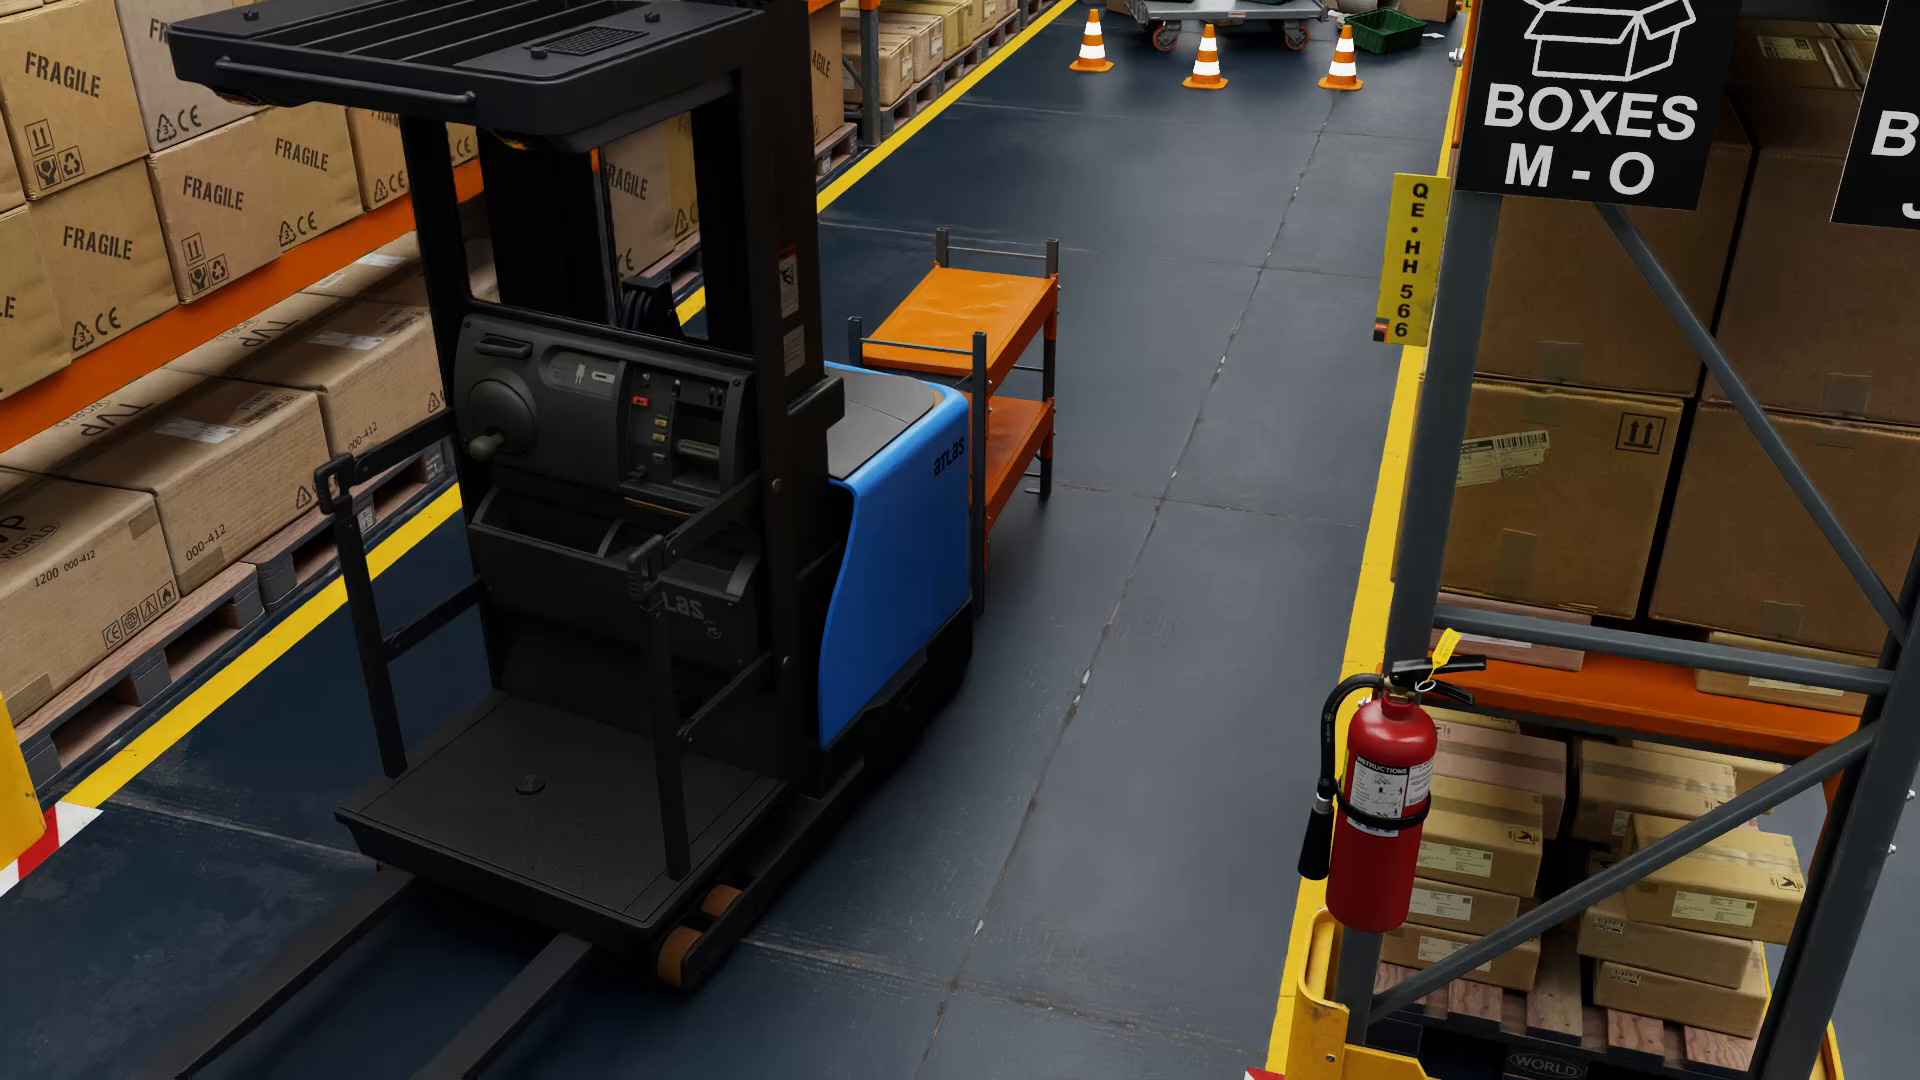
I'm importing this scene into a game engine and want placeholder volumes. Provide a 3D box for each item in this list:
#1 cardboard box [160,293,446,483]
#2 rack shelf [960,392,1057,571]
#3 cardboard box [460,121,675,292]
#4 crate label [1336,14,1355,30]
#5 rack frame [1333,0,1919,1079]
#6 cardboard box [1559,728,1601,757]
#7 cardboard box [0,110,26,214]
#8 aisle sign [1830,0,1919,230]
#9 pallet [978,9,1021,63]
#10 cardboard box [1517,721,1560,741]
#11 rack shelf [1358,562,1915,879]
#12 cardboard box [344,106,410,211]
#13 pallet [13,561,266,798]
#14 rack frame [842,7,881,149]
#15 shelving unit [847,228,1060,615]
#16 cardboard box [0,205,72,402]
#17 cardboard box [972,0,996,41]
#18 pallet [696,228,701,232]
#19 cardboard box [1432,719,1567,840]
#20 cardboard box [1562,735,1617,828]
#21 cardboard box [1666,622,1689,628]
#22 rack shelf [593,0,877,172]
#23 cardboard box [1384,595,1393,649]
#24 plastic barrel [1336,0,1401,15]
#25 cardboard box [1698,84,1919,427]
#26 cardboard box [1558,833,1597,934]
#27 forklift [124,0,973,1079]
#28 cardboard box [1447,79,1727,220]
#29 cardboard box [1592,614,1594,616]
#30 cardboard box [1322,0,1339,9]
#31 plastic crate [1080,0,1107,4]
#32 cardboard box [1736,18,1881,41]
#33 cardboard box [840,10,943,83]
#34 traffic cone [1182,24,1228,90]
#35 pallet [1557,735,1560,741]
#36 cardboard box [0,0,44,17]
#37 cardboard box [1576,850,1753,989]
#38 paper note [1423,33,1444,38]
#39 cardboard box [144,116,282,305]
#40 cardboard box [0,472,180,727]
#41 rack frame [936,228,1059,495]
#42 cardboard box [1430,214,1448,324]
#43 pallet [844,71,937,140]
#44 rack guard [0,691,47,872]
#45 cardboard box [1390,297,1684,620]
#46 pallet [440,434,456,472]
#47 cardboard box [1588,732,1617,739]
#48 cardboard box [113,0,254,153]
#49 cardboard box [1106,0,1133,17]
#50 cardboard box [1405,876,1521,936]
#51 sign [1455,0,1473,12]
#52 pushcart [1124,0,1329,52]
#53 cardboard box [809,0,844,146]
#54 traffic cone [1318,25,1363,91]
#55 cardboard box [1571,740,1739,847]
[{"bbox_3d":[-2.779,-0.670,7.073,0.875,0.438,0.875,8,30,13],"label":"cardboard box"},{"bbox_3d":[-0.002,-0.275,6.590,0.538,0.278,1.000,8,30,15],"label":"rack shelf"},{"bbox_3d":[-2.124,-1.854,8.750,0.875,0.875,0.875,9,30,16],"label":"cardboard box"},{"bbox_3d":[3.545,-4.646,14.961,0.298,0.136,0.250,-12,31,-20],"label":"crate label"},{"bbox_3d":[1.361,0.220,3.270,0.949,2.616,0.053,8,30,15],"label":"rack frame"},{"bbox_3d":[2.046,0.599,5.089,0.380,0.149,0.250,9,30,15],"label":"cardboard box"},{"bbox_3d":[-2.991,-1.103,4.516,0.500,0.500,0.500,8,30,14],"label":"cardboard box"},{"bbox_3d":[1.623,-0.840,2.501,0.394,0.787,0.004,8,30,15],"label":"aisle sign"},{"bbox_3d":[-0.109,-4.436,14.508,1.003,0.211,1.213,8,30,15],"label":"pallet"},{"bbox_3d":[1.568,0.514,4.936,0.380,0.149,0.250,8,30,14],"label":"cardboard box"},{"bbox_3d":[1.945,-0.396,5.116,1.077,0.370,4.000,8,30,15],"label":"rack shelf"},{"bbox_3d":[-2.401,-1.615,6.465,0.500,0.500,0.500,8,30,14],"label":"cardboard box"},{"bbox_3d":[-3.244,0.396,5.822,1.003,0.211,1.213,8,30,15],"label":"pallet"},{"bbox_3d":[-1.056,-4.158,11.139,1.000,3.000,0.127,8,30,15],"label":"rack frame"},{"bbox_3d":[-0.002,-0.488,6.471,0.538,1.125,1.048,8,30,15],"label":"shelving unit"},{"bbox_3d":[-2.989,-0.666,4.759,0.500,0.500,0.500,8,30,14],"label":"cardboard box"},{"bbox_3d":[-0.241,-4.473,13.977,0.950,0.372,0.625,10,31,18],"label":"cardboard box"},{"bbox_3d":[-1.719,-2.019,10.162,1.003,0.211,1.213,8,30,15],"label":"pallet"},{"bbox_3d":[1.399,0.631,4.419,0.380,0.149,0.250,9,30,16],"label":"cardboard box"},{"bbox_3d":[1.878,0.699,4.602,0.380,0.149,0.250,9,30,16],"label":"cardboard box"},{"bbox_3d":[1.801,0.101,3.741,0.380,0.149,0.250,10,30,17],"label":"cardboard box"},{"bbox_3d":[-1.643,-2.914,9.643,1.077,0.370,4.000,8,30,15],"label":"rack shelf"},{"bbox_3d":[1.516,0.248,5.107,0.380,0.149,0.250,10,31,17],"label":"cardboard box"},{"bbox_3d":[3.747,-4.978,15.263,0.421,0.421,0.512,-17,34,-28],"label":"plastic barrel"},{"bbox_3d":[1.743,-0.562,3.238,0.500,0.500,0.500,8,30,15],"label":"cardboard box"},{"bbox_3d":[1.816,0.950,4.457,0.380,0.149,0.250,8,30,15],"label":"cardboard box"},{"bbox_3d":[-1.067,-0.302,4.277,1.130,2.935,3.031,14,32,23],"label":"forklift"},{"bbox_3d":[1.403,-0.875,3.800,0.500,0.500,0.500,7,30,13],"label":"cardboard box"},{"bbox_3d":[1.292,0.027,3.875,0.380,0.149,0.250,8,30,15],"label":"cardboard box"},{"bbox_3d":[3.624,-5.224,15.868,0.396,0.266,0.258,14,32,23],"label":"cardboard box"},{"bbox_3d":[1.363,-5.354,16.291,0.402,0.080,0.583,-1,29,-3],"label":"plastic crate"},{"bbox_3d":[2.059,-1.036,4.090,0.500,0.500,0.500,8,30,14],"label":"cardboard box"},{"bbox_3d":[-0.671,-3.798,12.764,0.950,0.372,0.625,8,30,14],"label":"cardboard box"},{"bbox_3d":[1.964,-3.855,13.203,0.336,0.463,0.334,8,30,15],"label":"traffic cone"},{"bbox_3d":[2.012,0.465,5.697,1.003,0.211,1.213,8,30,15],"label":"pallet"},{"bbox_3d":[-2.840,-1.566,4.681,0.380,0.149,0.250,9,30,16],"label":"cardboard box"},{"bbox_3d":[1.757,0.945,4.161,0.380,0.149,0.250,10,31,17],"label":"cardboard box"},{"bbox_3d":[4.212,-4.502,14.811,0.147,0.020,0.142,-12,31,-20],"label":"paper note"},{"bbox_3d":[-2.700,-1.139,5.609,0.500,0.500,0.500,8,30,15],"label":"cardboard box"},{"bbox_3d":[-3.306,0.175,5.554,0.875,0.438,0.875,7,30,13],"label":"cardboard box"},{"bbox_3d":[0.147,-0.725,6.896,0.500,1.125,0.032,8,30,15],"label":"rack frame"},{"bbox_3d":[1.539,-0.676,4.470,0.500,0.500,0.500,9,30,15],"label":"cardboard box"},{"bbox_3d":[-0.825,-3.302,12.469,1.003,0.211,1.213,8,30,15],"label":"pallet"},{"bbox_3d":[-3.411,0.663,5.043,1.175,0.500,0.348,8,30,15],"label":"rack guard"},{"bbox_3d":[1.244,-0.200,3.615,0.500,0.500,0.500,9,30,16],"label":"cardboard box"},{"bbox_3d":[-2.528,-0.738,7.860,1.003,0.211,1.213,8,30,15],"label":"pallet"},{"bbox_3d":[1.992,0.455,4.735,0.380,0.149,0.250,7,30,12],"label":"cardboard box"},{"bbox_3d":[-2.702,-1.585,5.382,0.500,0.500,0.500,8,30,14],"label":"cardboard box"},{"bbox_3d":[1.734,-5.229,15.634,0.500,0.500,0.500,-17,34,-28],"label":"cardboard box"},{"bbox_3d":[1.240,0.865,4.303,0.380,0.149,0.250,8,30,14],"label":"cardboard box"},{"bbox_3d":[2.000,-2.223,6.470,0.100,0.325,0.005,8,30,15],"label":"sign"},{"bbox_3d":[2.313,-4.569,14.575,1.648,0.377,0.936,-1,29,-3],"label":"pushcart"},{"bbox_3d":[-1.338,-3.104,10.998,0.875,0.875,0.875,8,30,14],"label":"cardboard box"},{"bbox_3d":[3.043,-3.841,13.179,0.336,0.463,0.334,8,30,15],"label":"traffic cone"},{"bbox_3d":[1.802,0.681,4.329,0.380,0.149,0.250,9,30,16],"label":"cardboard box"}]
